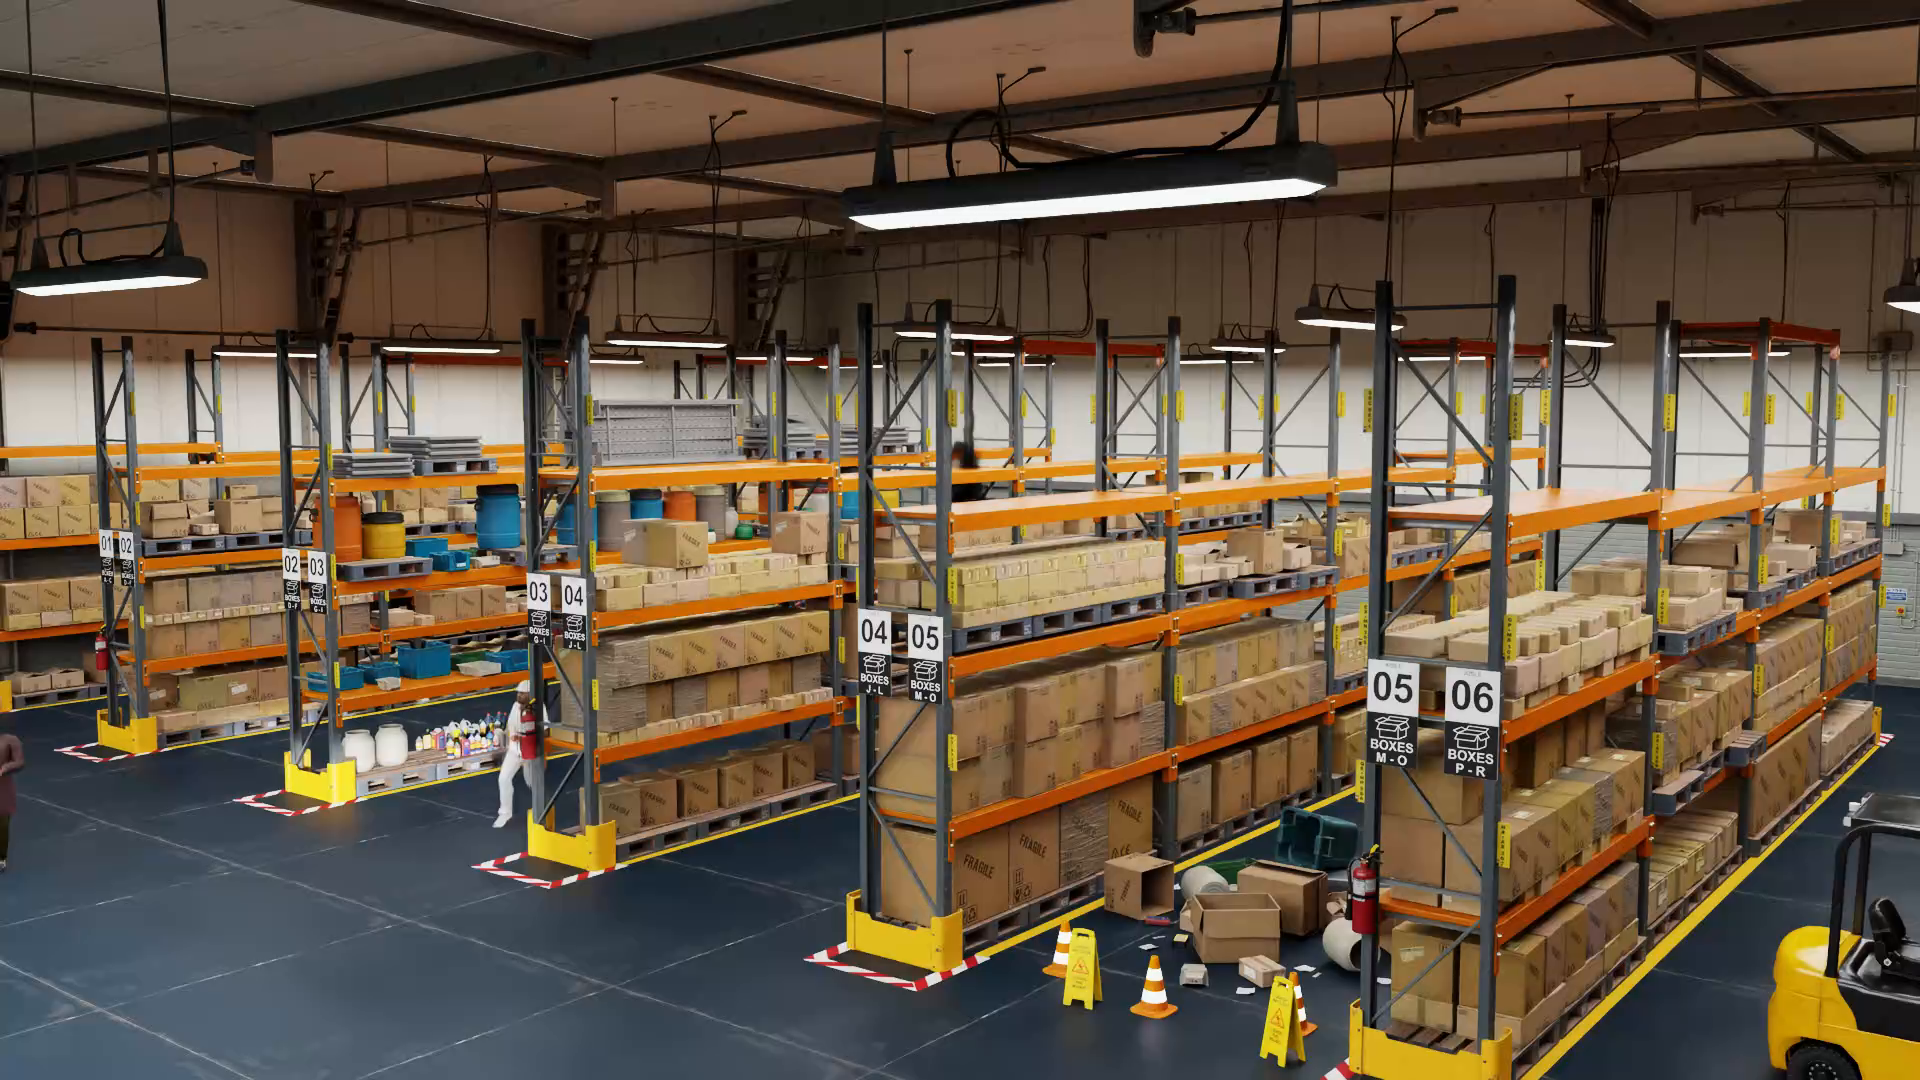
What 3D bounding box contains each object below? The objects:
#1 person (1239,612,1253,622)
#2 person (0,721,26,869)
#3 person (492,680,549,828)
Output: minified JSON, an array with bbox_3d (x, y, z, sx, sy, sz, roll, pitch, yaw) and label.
[{"bbox_3d":[4.646,1.959,27.229,0.589,1.668,0.834,4,6,35],"label":"person"},{"bbox_3d":[-10.388,2.735,17.826,0.673,1.800,0.773,-3,6,-32],"label":"person"},{"bbox_3d":[-5.193,2.566,20.009,0.696,1.803,0.771,2,6,25],"label":"person"}]
